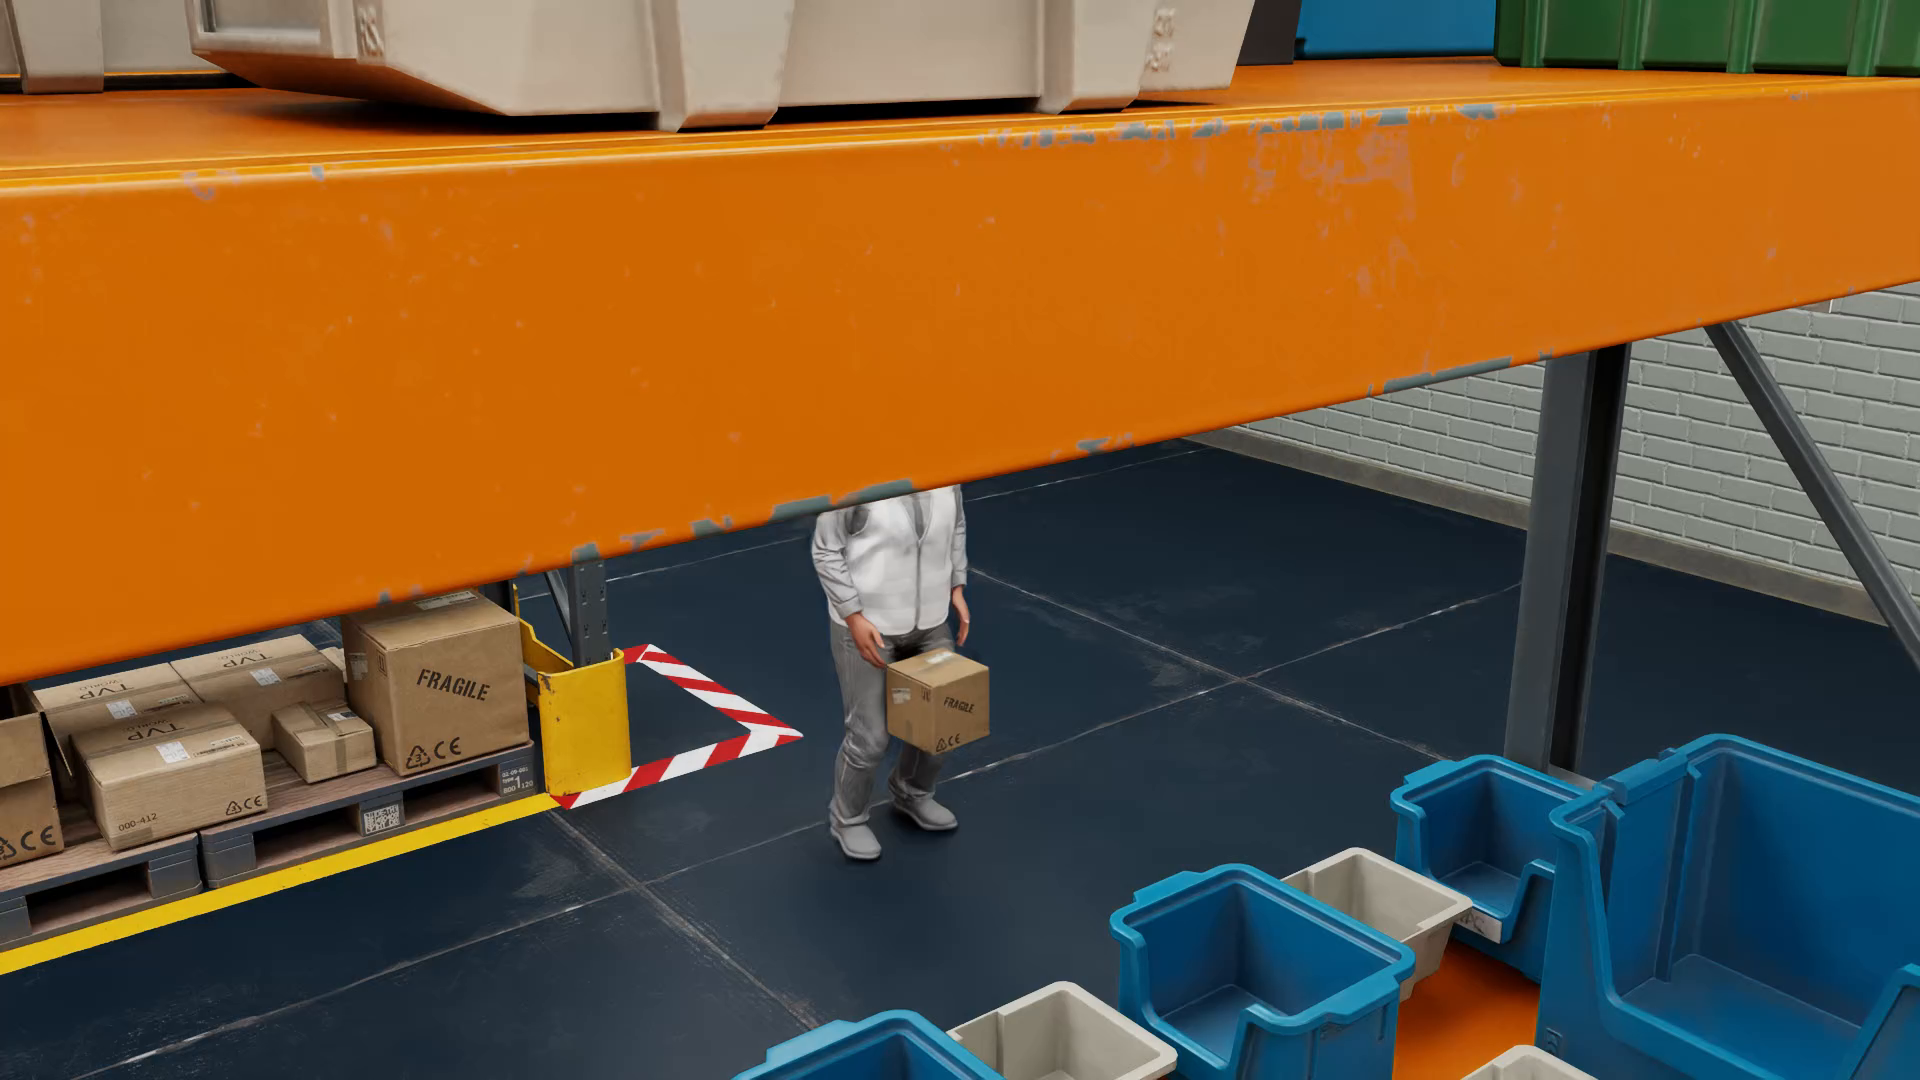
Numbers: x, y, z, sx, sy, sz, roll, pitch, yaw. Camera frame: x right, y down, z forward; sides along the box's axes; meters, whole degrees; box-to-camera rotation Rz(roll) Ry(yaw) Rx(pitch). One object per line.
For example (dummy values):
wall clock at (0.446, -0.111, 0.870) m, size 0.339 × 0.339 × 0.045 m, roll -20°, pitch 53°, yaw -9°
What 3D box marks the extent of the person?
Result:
person at (-0.216, 0.259, 5.742) m, size 0.643 × 1.742 × 0.465 m, roll -12°, pitch 21°, yaw -34°
